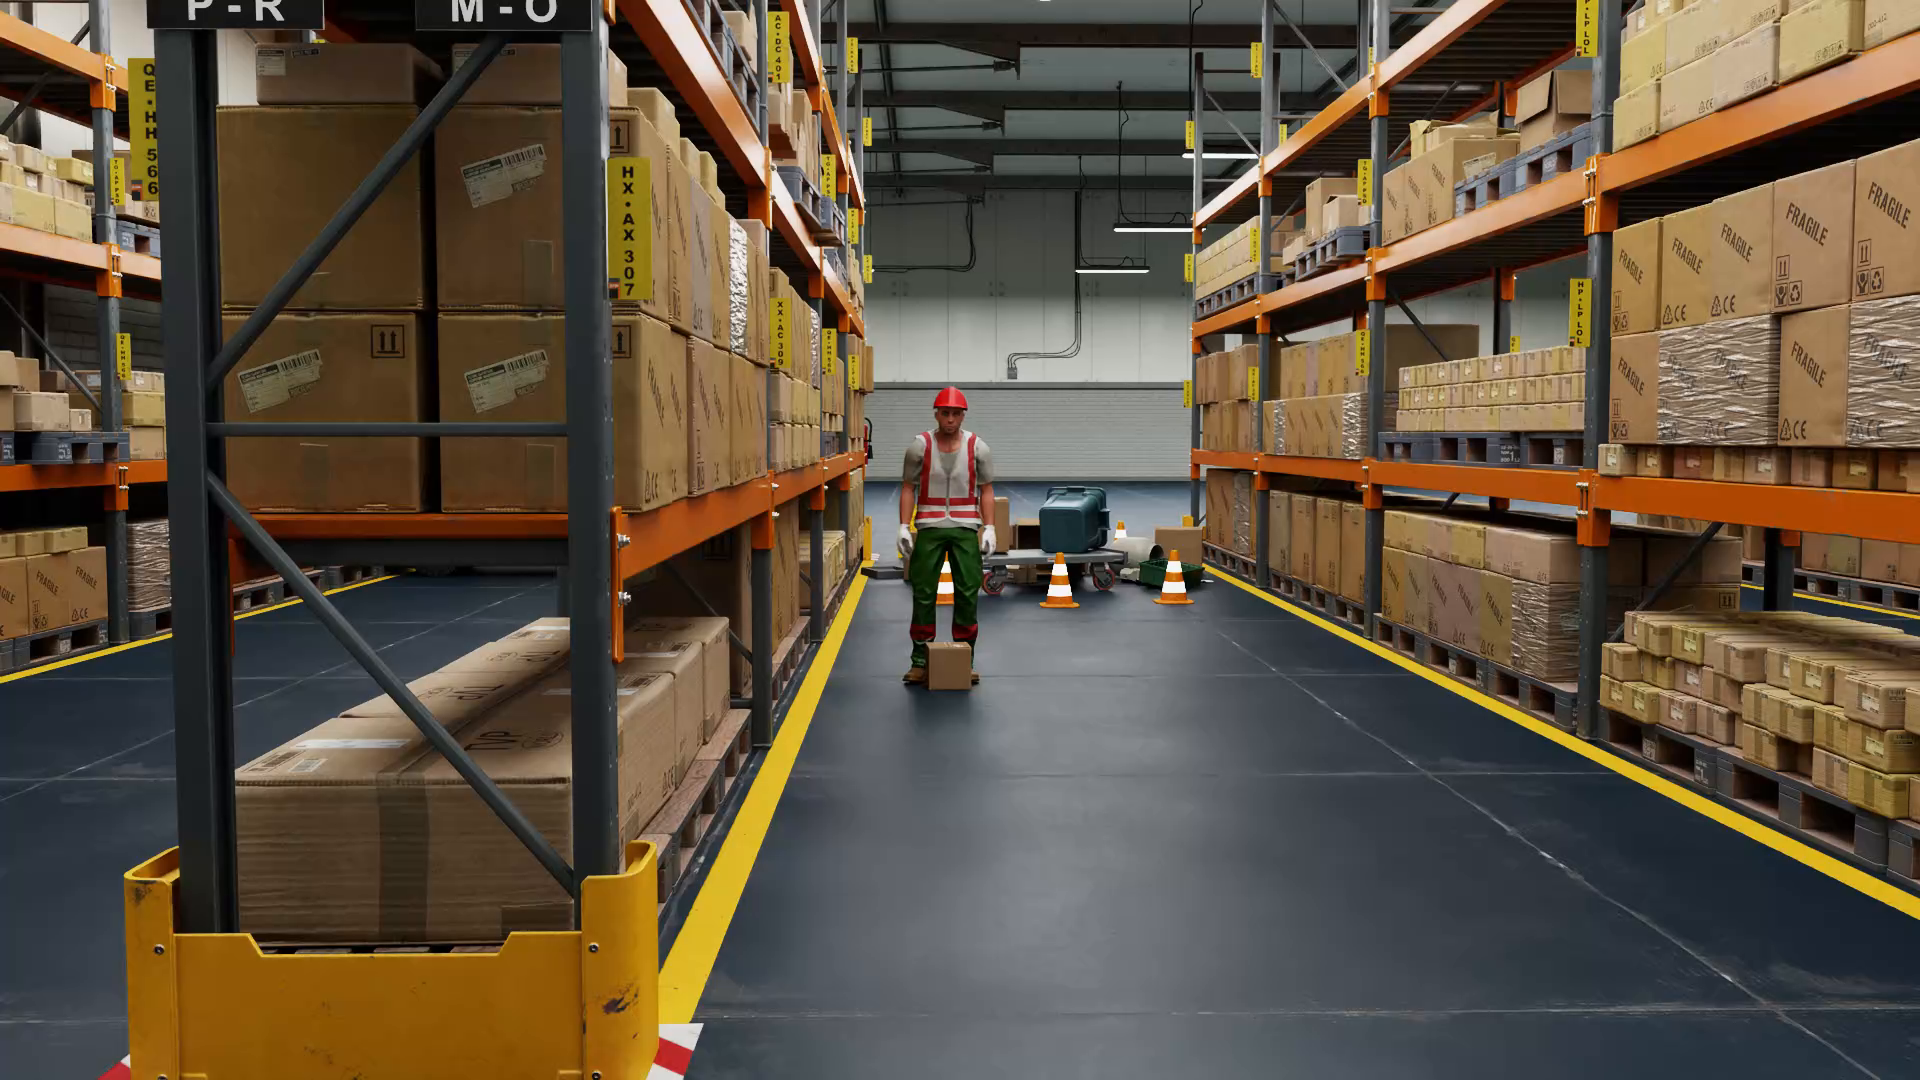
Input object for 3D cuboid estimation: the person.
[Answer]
[{"bbox_3d":[-0.079,-0.031,10.037,0.609,1.779,0.449,0,4,-1],"label":"person"}]
